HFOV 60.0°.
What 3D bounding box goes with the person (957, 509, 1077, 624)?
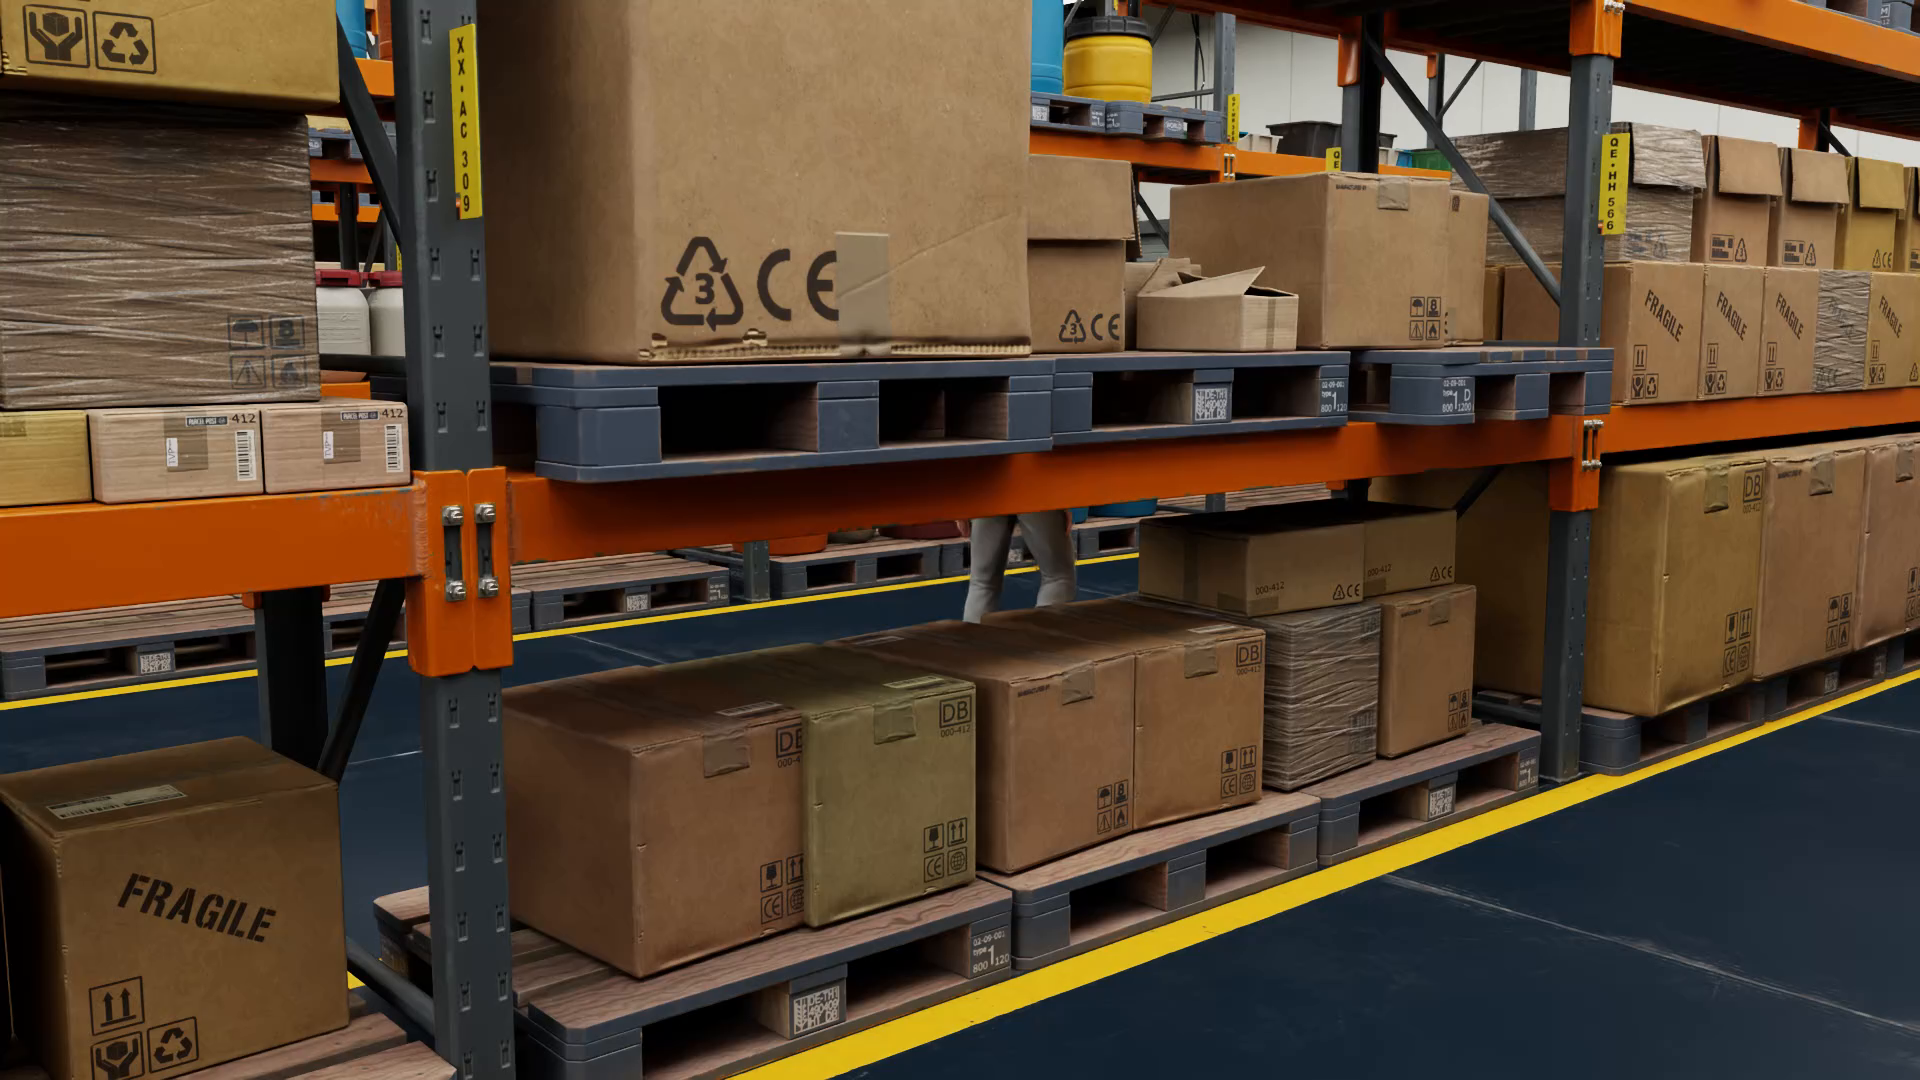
[{"bbox_3d":[0.225,-0.147,6.719,0.481,1.675,0.399,2,8,18],"label":"person"}]
